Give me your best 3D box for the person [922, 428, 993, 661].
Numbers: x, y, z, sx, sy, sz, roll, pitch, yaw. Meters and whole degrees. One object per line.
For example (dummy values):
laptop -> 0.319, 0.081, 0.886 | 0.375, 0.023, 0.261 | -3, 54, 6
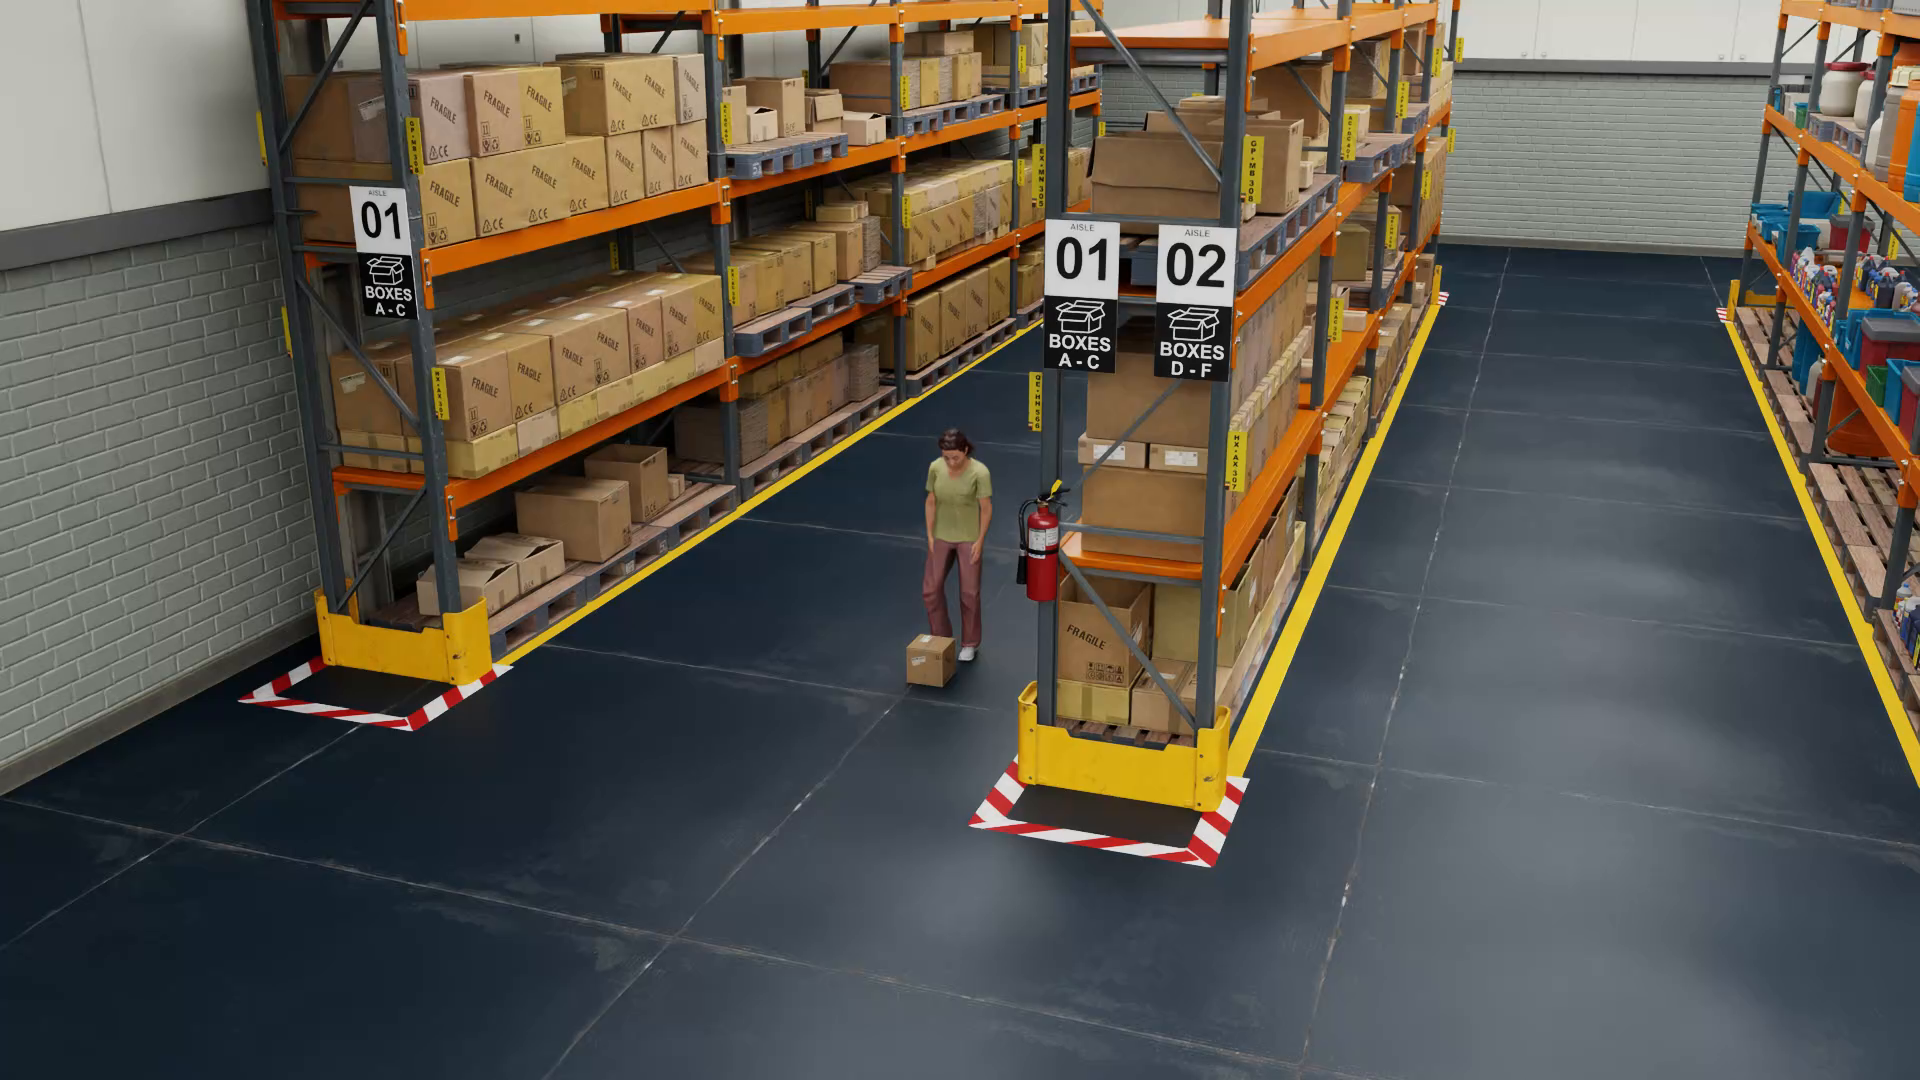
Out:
person -> -0.014, 0.013, 11.134 | 0.474, 1.616, 0.406 | 7, 20, 19
